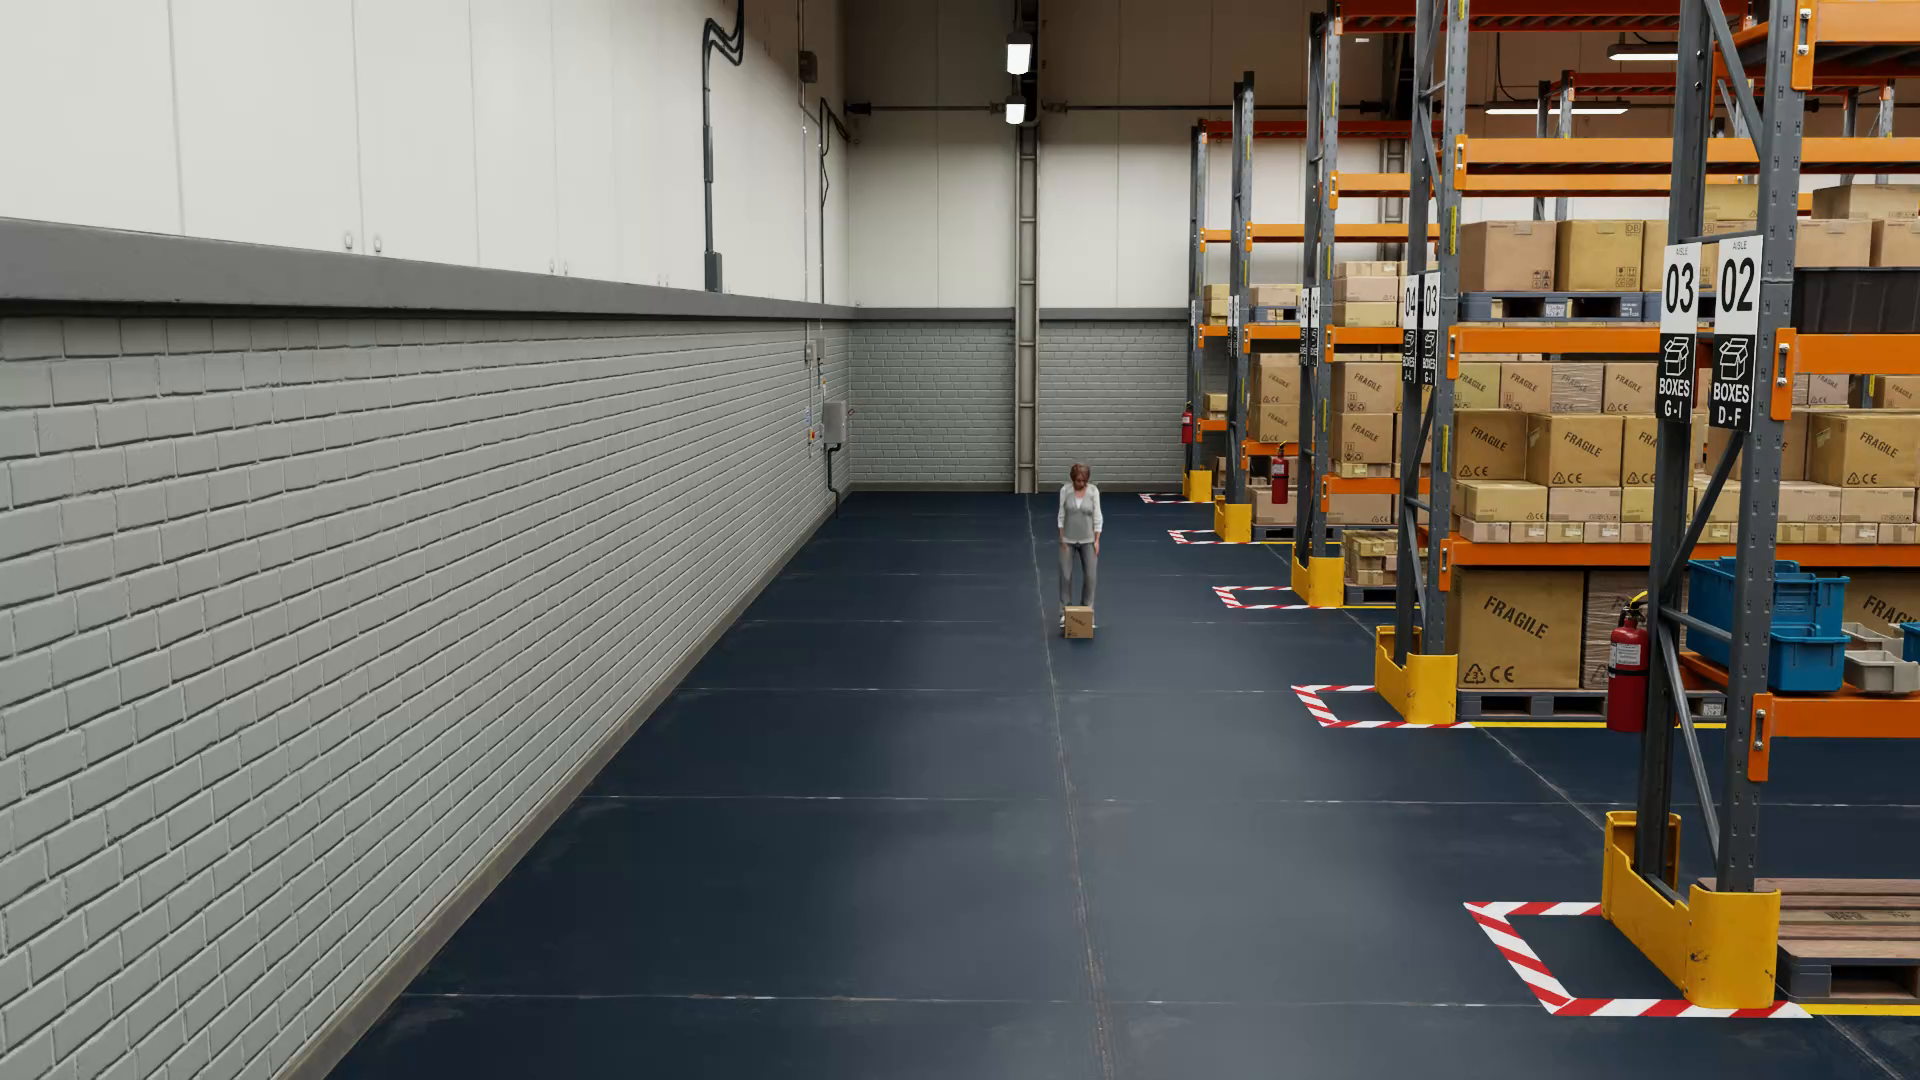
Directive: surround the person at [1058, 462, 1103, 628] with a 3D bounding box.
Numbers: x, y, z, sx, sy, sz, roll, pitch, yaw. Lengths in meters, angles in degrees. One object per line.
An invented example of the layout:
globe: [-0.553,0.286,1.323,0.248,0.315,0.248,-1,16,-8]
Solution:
person: [1.127,0.053,15.634,0.423,1.550,0.368,0,7,3]
